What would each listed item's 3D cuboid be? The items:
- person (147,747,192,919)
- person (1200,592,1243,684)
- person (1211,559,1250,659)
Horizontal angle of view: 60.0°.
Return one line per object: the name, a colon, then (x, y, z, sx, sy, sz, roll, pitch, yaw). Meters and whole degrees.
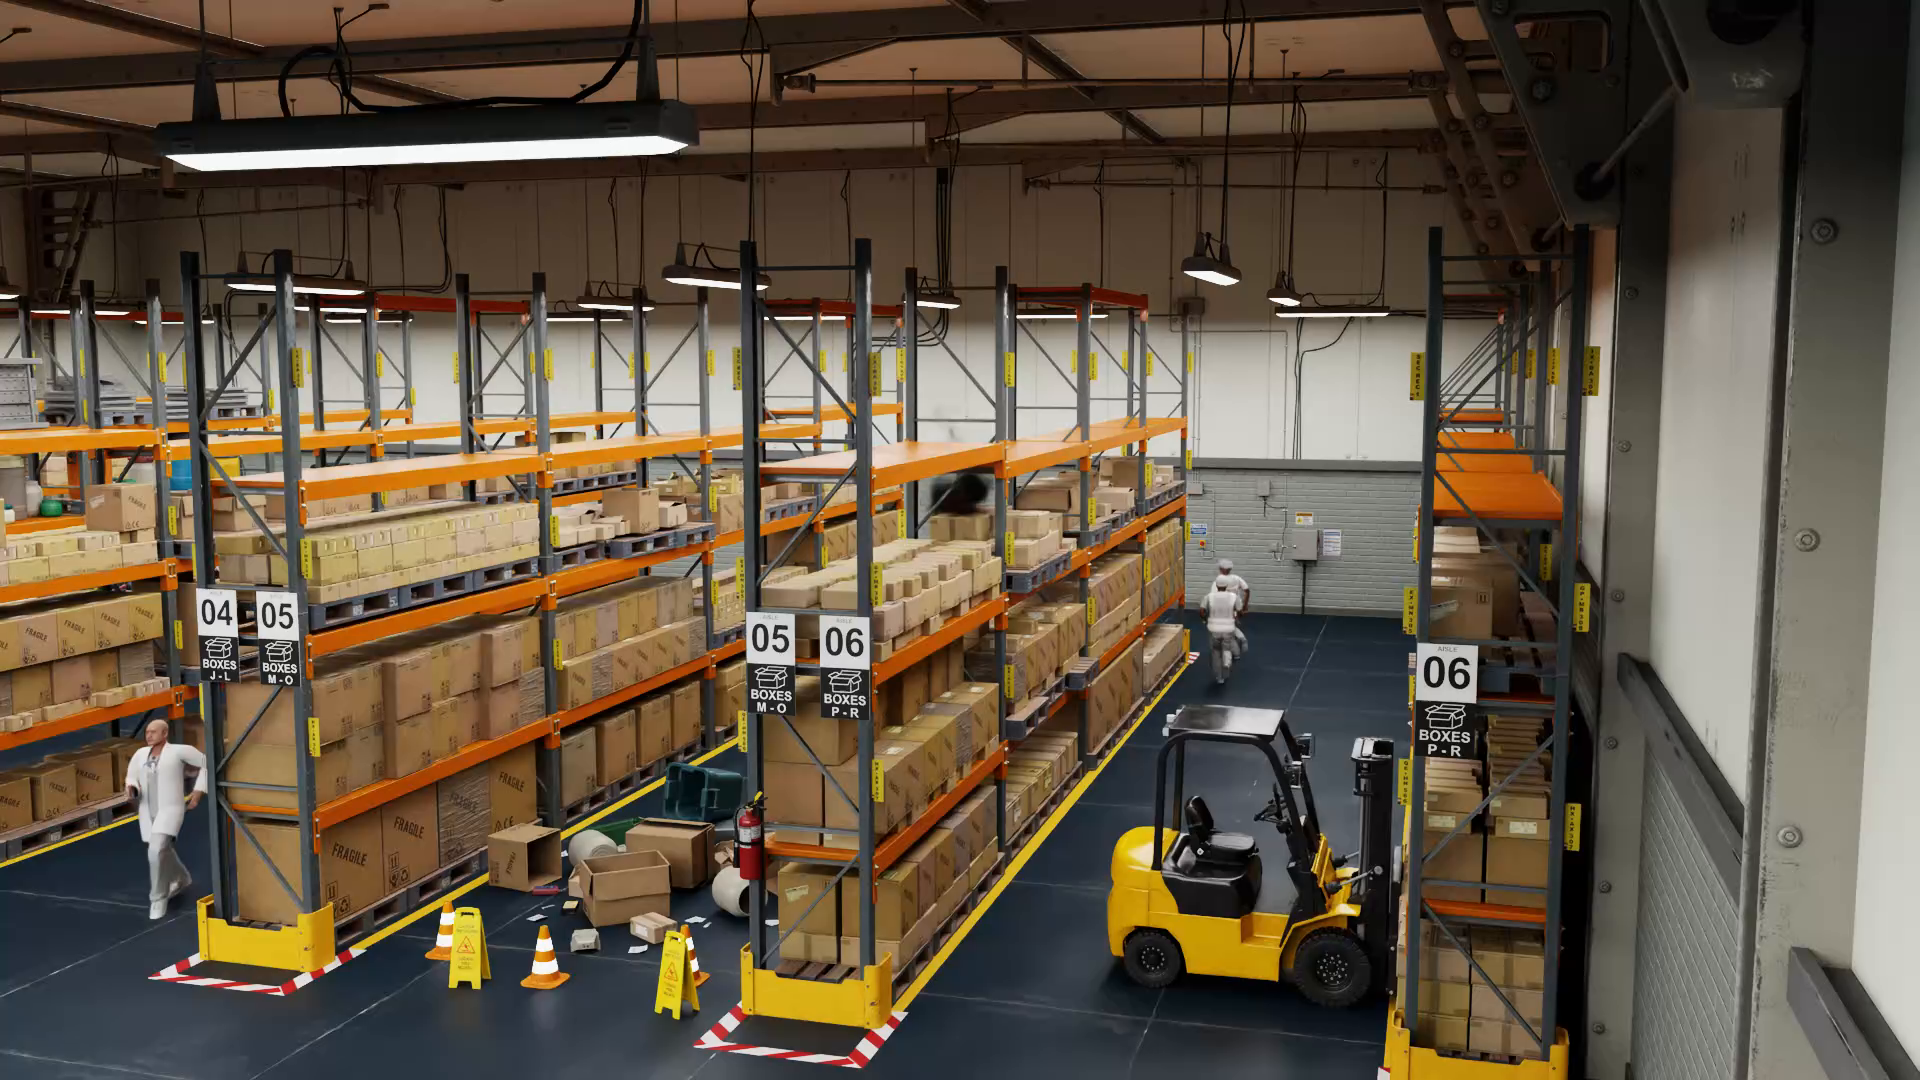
person: (-7.444, 2.700, 15.558, 0.618, 1.571, 0.744, 1, 6, 10)
person: (4.062, 1.541, 25.914, 0.658, 1.486, 0.769, 1, 6, 8)
person: (4.520, 1.164, 28.204, 0.700, 1.706, 0.534, -2, 7, -17)
